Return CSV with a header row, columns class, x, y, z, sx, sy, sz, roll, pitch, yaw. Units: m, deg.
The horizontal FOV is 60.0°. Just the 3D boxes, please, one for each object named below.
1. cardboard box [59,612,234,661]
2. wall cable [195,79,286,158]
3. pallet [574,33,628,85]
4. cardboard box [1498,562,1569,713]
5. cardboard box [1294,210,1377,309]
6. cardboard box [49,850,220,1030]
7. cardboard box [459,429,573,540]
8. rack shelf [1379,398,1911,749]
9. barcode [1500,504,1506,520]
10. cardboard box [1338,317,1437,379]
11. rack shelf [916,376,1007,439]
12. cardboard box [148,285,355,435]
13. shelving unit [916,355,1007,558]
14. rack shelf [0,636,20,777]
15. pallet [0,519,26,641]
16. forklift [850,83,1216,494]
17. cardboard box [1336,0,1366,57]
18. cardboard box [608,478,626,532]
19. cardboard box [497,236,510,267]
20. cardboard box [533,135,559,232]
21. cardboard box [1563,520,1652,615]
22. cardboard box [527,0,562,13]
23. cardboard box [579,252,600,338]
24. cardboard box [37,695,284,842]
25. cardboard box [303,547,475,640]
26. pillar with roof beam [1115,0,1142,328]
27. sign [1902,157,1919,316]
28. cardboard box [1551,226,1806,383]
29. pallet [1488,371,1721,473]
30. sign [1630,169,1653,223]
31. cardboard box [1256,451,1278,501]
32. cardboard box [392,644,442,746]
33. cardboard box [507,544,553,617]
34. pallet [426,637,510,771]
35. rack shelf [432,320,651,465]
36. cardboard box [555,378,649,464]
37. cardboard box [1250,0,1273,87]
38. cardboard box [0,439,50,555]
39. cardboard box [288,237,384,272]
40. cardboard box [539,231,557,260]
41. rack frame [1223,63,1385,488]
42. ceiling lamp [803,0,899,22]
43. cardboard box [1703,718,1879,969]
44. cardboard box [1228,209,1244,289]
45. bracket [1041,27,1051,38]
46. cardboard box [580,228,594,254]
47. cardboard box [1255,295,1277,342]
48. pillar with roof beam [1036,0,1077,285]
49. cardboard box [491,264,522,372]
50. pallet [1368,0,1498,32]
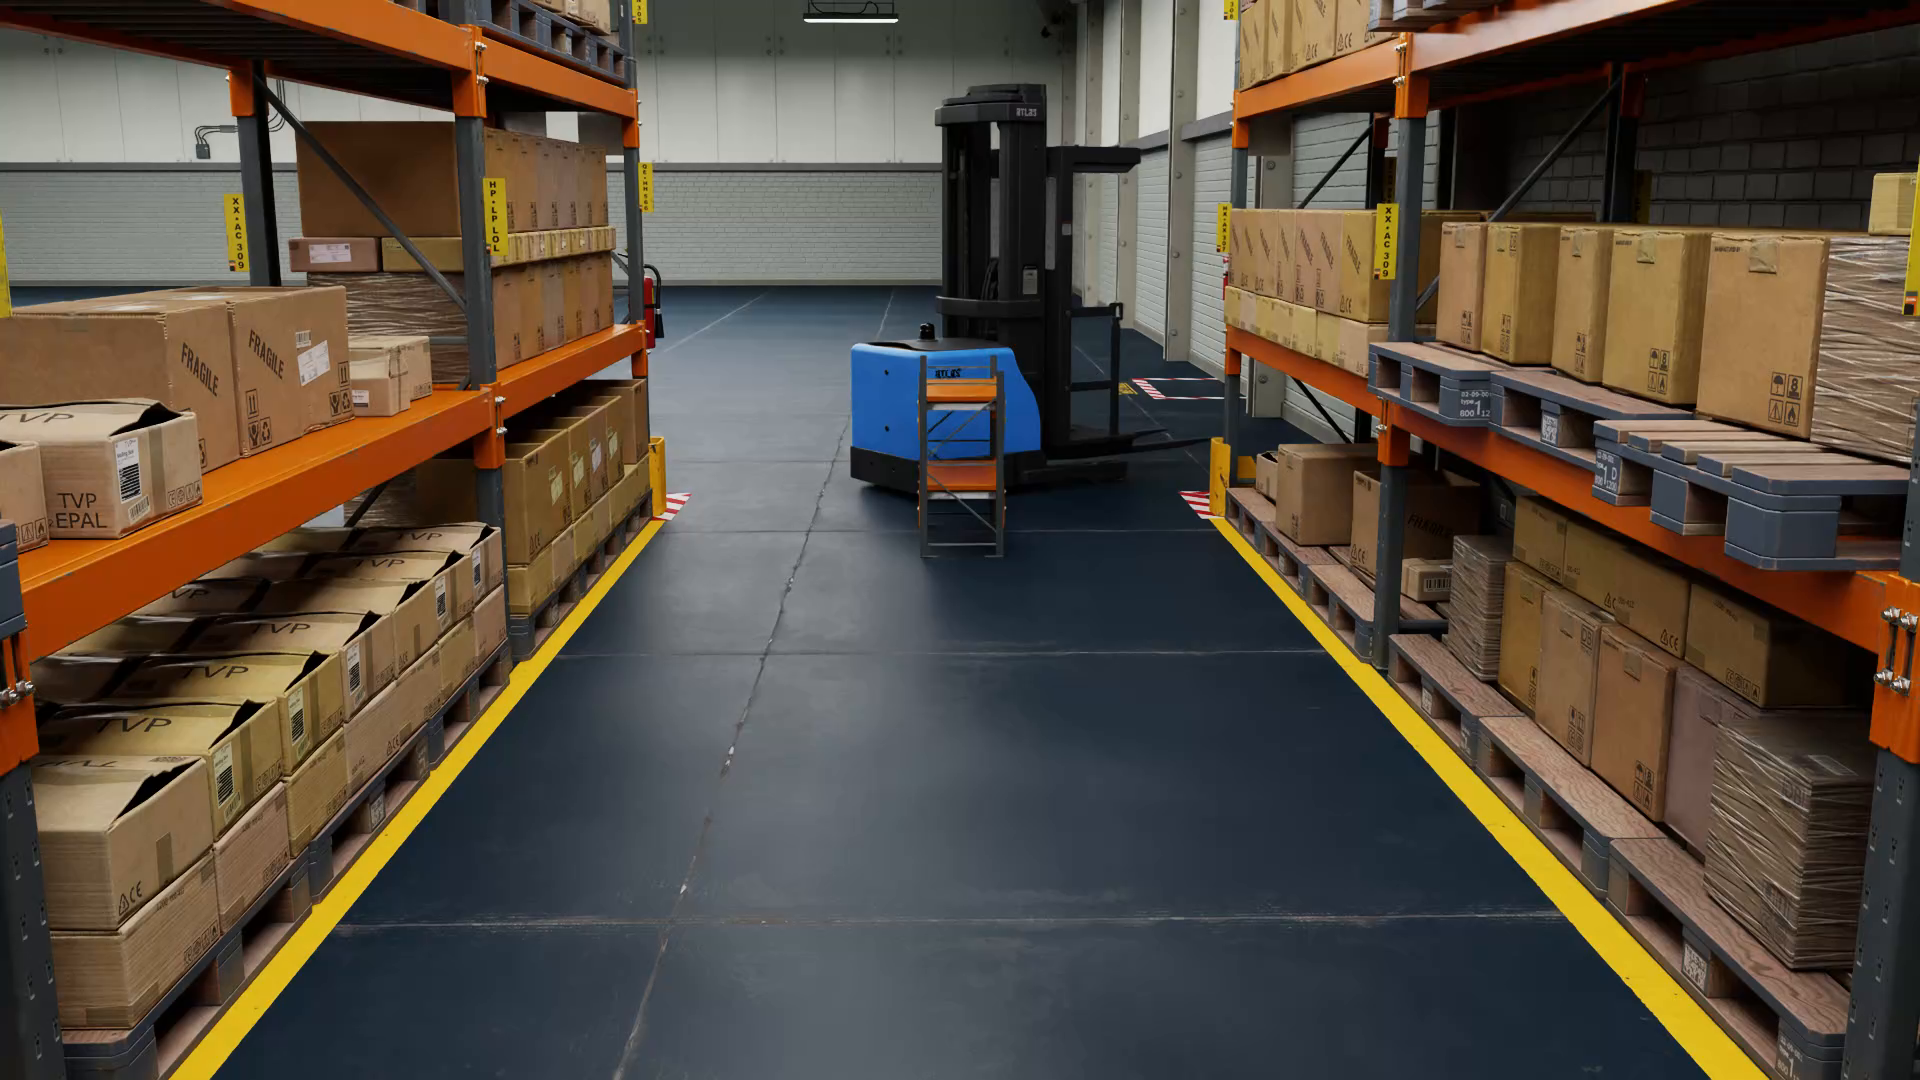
class,x,y,z,sx,sy,sz,roll,pitch,yaw
cardboard box,-2.754,0.395,5.516,0.500,0.311,0.500,0,11,0
wall cable,-18.158,-12.609,41.524,2.305,6.003,0.169,0,11,-1
pallet,-2.641,-2.942,10.193,1.003,0.211,1.213,0,11,-1
cardboard box,2.498,0.377,6.339,0.700,0.500,0.500,0,11,-2
cardboard box,2.071,-1.477,8.738,0.500,0.500,0.500,-1,11,-3
cardboard box,-2.182,0.971,4.088,0.500,0.250,0.500,0,11,-1
cardboard box,-2.262,-0.279,8.364,0.500,0.500,0.500,0,11,-1
rack shelf,2.447,-0.131,5.472,1.077,0.370,4.000,0,11,-1
barcode,2.634,-0.137,8.067,0.001,0.075,0.075,0,11,-1
cardboard box,2.093,-0.911,7.831,0.500,0.250,0.500,0,11,-1
rack shelf,0.000,-0.837,10.382,0.538,0.278,1.000,0,11,-1
cardboard box,-2.537,-0.652,5.977,0.500,0.500,0.500,1,11,3
shelving unit,0.000,-0.550,10.441,0.538,1.125,1.048,0,11,-1
rack shelf,-2.423,0.685,1.449,1.077,0.370,4.000,0,11,-1
pallet,-2.380,0.163,2.693,1.213,0.211,1.003,0,11,-1
forklift,0.675,-1.935,12.724,3.031,2.935,1.130,-8,14,-34
cardboard box,2.150,-2.610,8.036,0.500,0.500,0.500,-1,12,-6
cardboard box,-2.289,-0.210,9.908,0.500,0.250,0.500,0,11,-1
cardboard box,-2.371,-1.383,7.948,0.380,0.149,0.250,-1,11,-3
cardboard box,-2.594,-1.933,9.027,0.700,0.500,0.500,0,11,-1
cardboard box,2.464,0.097,5.829,0.500,0.250,0.500,-1,11,-3
cardboard box,-2.455,-2.983,8.508,0.797,0.503,0.637,1,12,5
cardboard box,-2.617,-1.507,10.194,0.700,0.500,0.500,0,11,0
cardboard box,-2.201,0.592,4.547,0.500,0.311,0.500,-1,11,-3
cardboard box,-2.235,0.189,6.532,0.500,0.311,0.500,0,11,0
pillar with roof beam,-1.474,-8.042,27.565,9.100,9.000,0.400,0,11,-1
sign,1.946,-0.611,3.314,0.100,0.325,0.005,0,11,-1
cardboard box,2.431,-0.803,5.615,0.700,0.500,0.500,1,12,7
pallet,2.406,-0.386,5.399,1.003,0.211,1.213,0,11,-1
sign,2.960,-1.452,7.260,0.100,0.325,0.005,0,11,-1
cardboard box,2.247,-0.437,10.824,0.500,0.311,0.500,-2,12,-8
cardboard box,-2.229,0.565,6.091,0.500,0.250,0.500,0,11,0
cardboard box,-2.253,0.188,7.949,0.500,0.250,0.500,0,11,-1
pallet,-2.493,0.652,6.813,1.003,0.211,1.213,0,11,-1
rack shelf,-2.588,-0.906,9.288,1.077,0.370,4.000,0,11,-1
cardboard box,-2.321,-0.776,10.813,0.500,0.500,0.500,0,11,-1
cardboard box,2.055,-3.031,10.110,0.500,0.500,0.500,1,11,3
cardboard box,-2.428,-0.094,3.703,0.500,0.311,0.500,0,11,2
cardboard box,-2.767,-1.281,7.444,0.380,0.149,0.250,0,11,-1
cardboard box,-2.395,-1.590,8.967,0.380,0.149,0.250,0,11,-2
rack frame,2.323,-1.677,11.280,1.000,3.000,0.127,0,11,-1
ceiling lamp,-2.297,-12.517,34.943,2.000,3.185,0.800,0,11,-1
cardboard box,2.421,0.780,4.350,0.700,0.500,0.500,0,11,0
cardboard box,2.032,-1.884,10.744,0.500,0.500,0.500,0,11,-1
bracket,2.170,-12.761,41.773,0.235,0.232,0.430,0,11,-1
cardboard box,-2.416,-1.795,9.977,0.380,0.149,0.250,0,11,0
cardboard box,2.045,-1.310,9.800,0.500,0.250,0.500,0,11,-2
pillar with roof beam,-1.722,-10.427,39.322,9.100,9.000,0.548,0,11,-1
cardboard box,-2.580,-1.103,8.198,0.700,0.500,0.500,0,11,-2
pallet,2.312,-2.136,6.474,1.213,0.211,1.003,0,11,-1
